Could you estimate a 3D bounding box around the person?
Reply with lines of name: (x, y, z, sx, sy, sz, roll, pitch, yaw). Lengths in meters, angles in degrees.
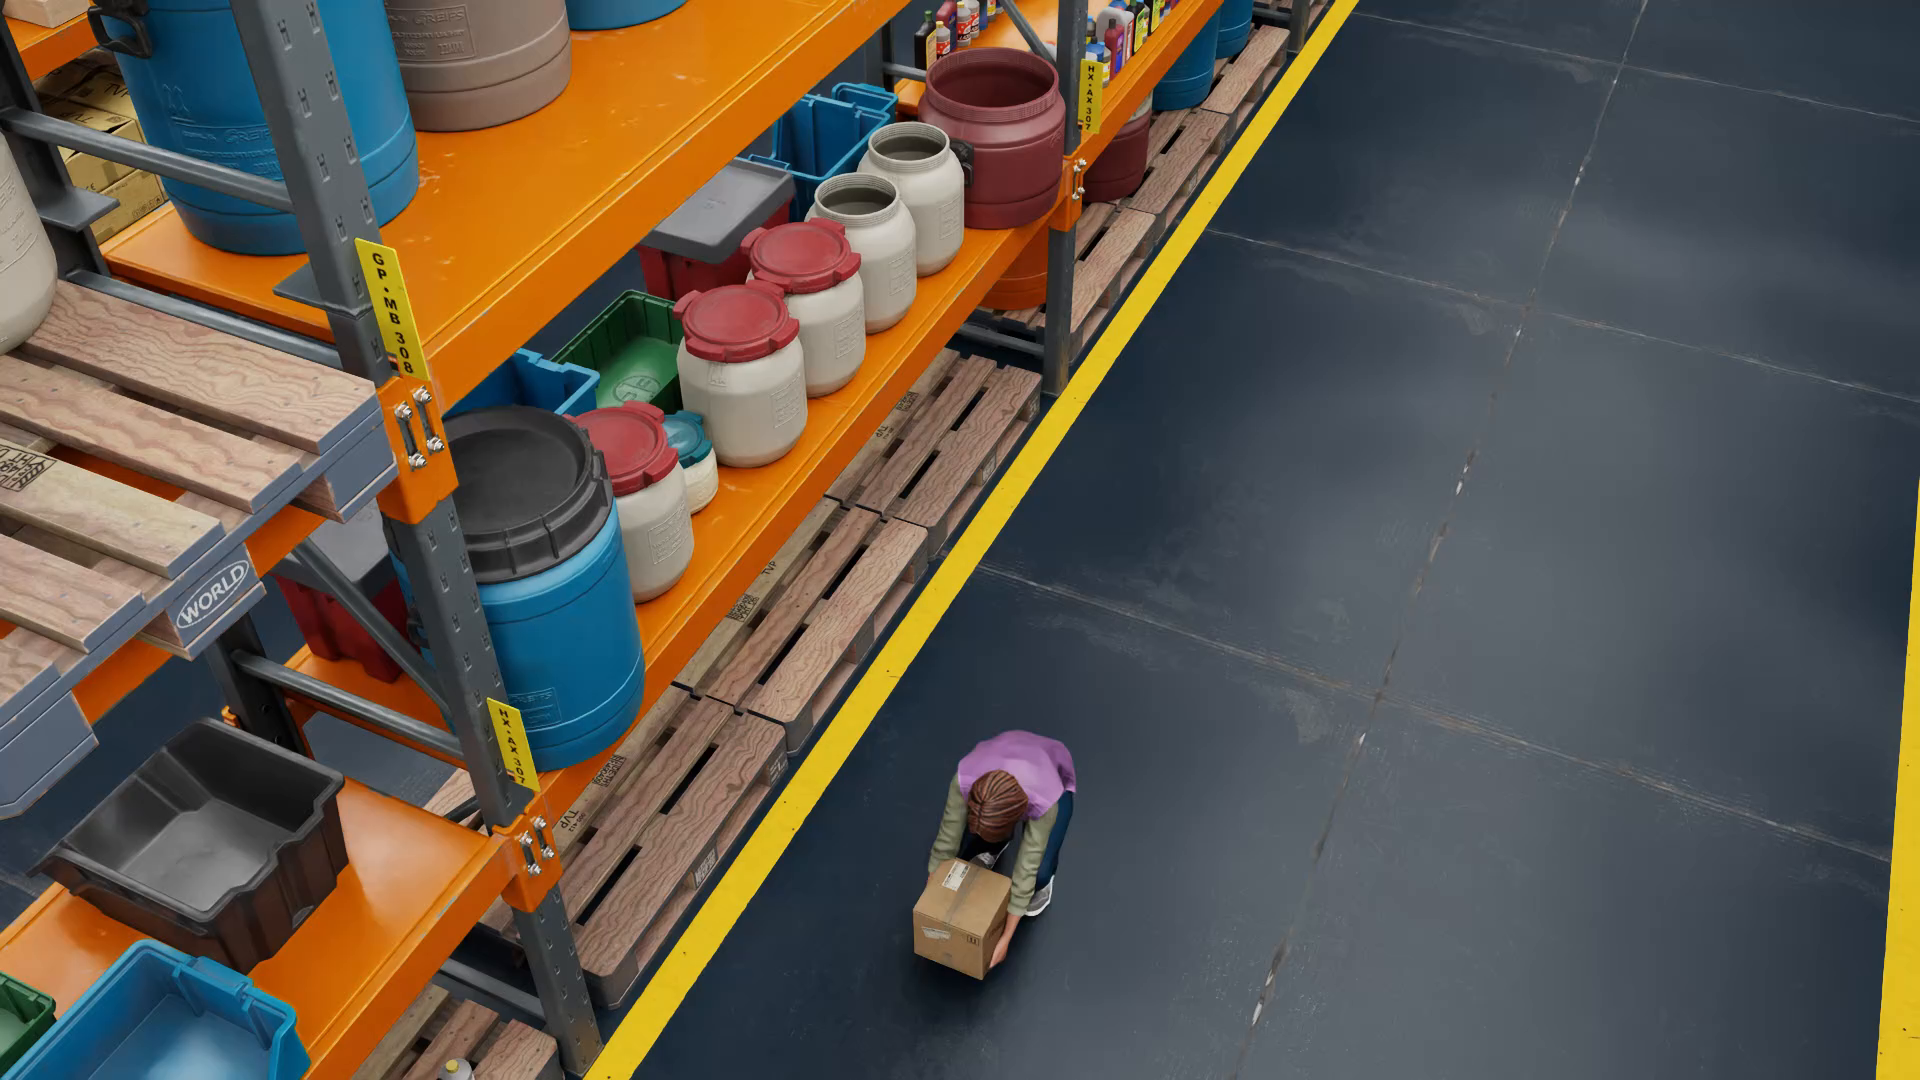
person: (0.150, 0.959, 5.649, 0.425, 0.898, 0.816, 17, 45, 17)
